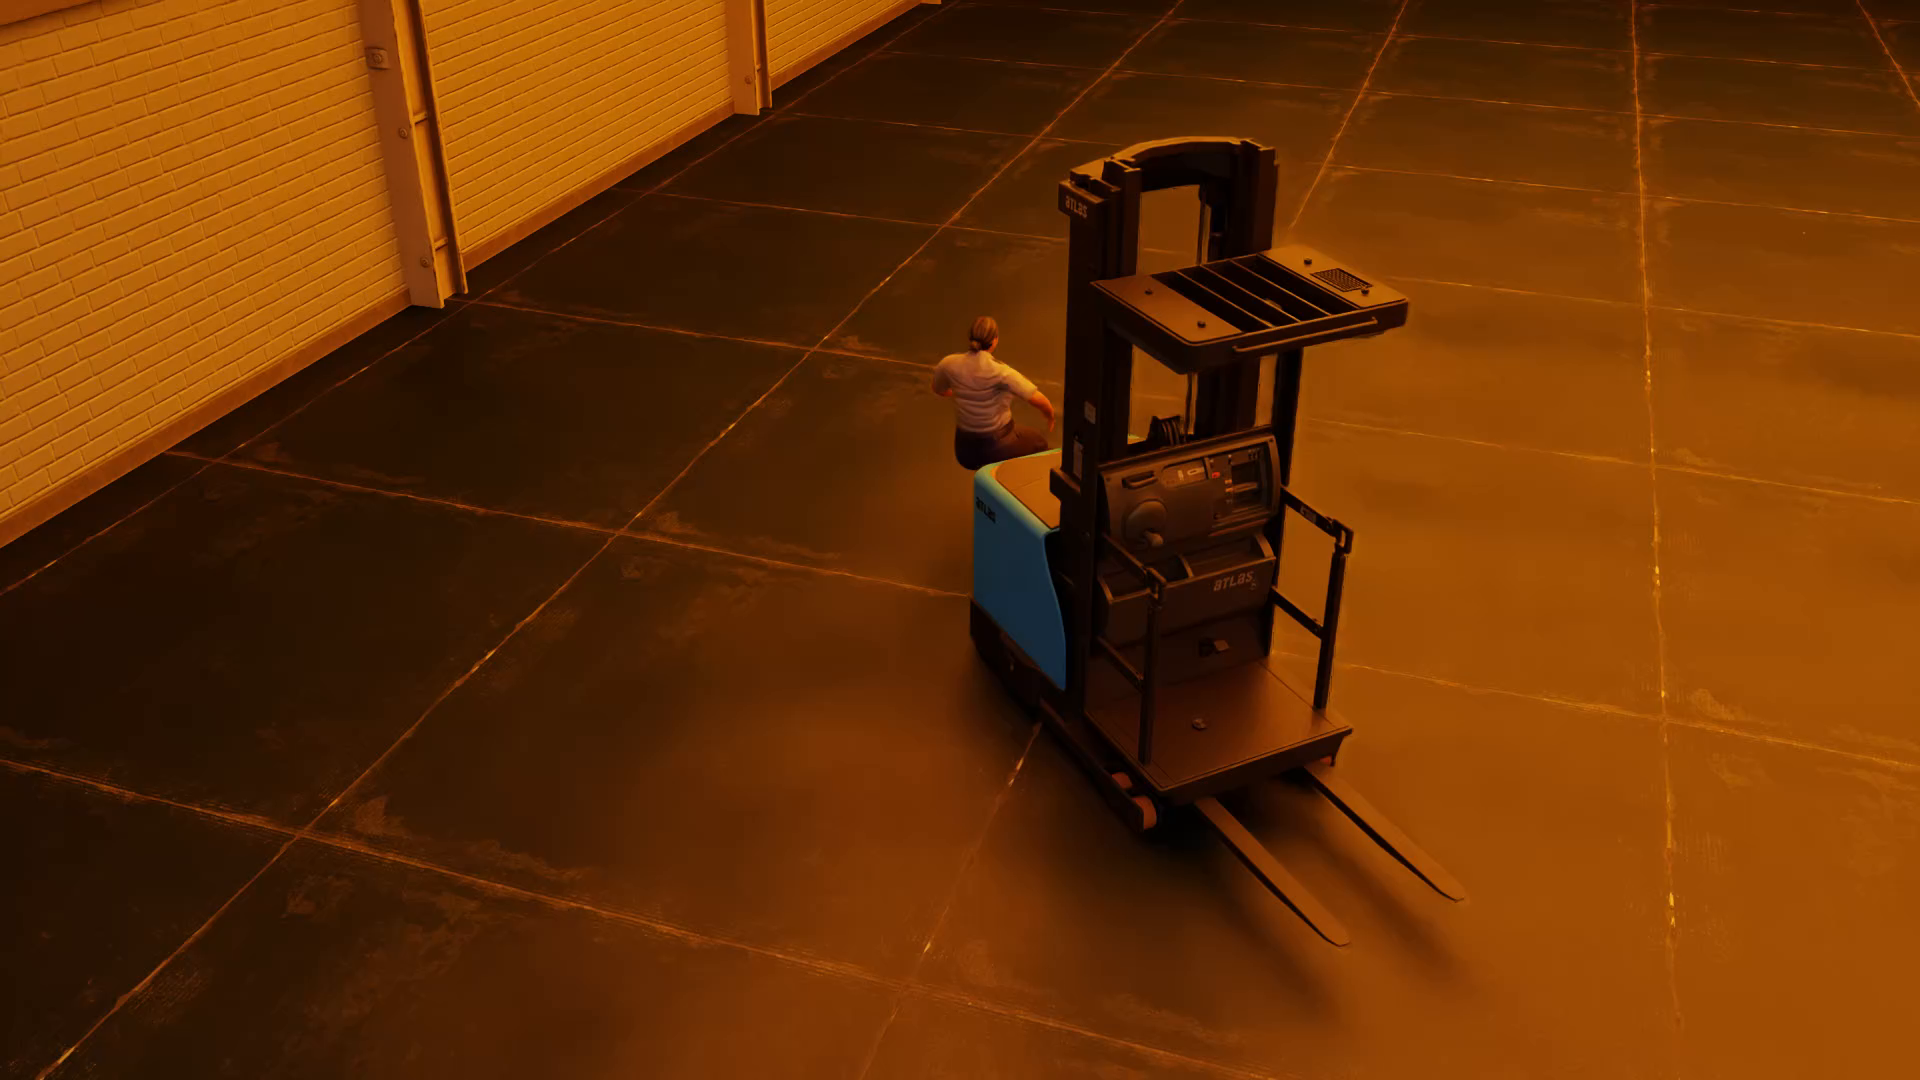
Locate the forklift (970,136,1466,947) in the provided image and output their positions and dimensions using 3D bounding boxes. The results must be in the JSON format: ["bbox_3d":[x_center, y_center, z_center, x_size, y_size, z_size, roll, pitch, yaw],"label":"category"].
[{"bbox_3d":[1.163,-0.173,7.440,1.130,2.935,3.031,-14,32,-23],"label":"forklift"}]

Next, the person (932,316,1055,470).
[{"bbox_3d":[0.263,-0.727,9.986,0.778,1.448,0.804,13,32,22],"label":"person"}]
